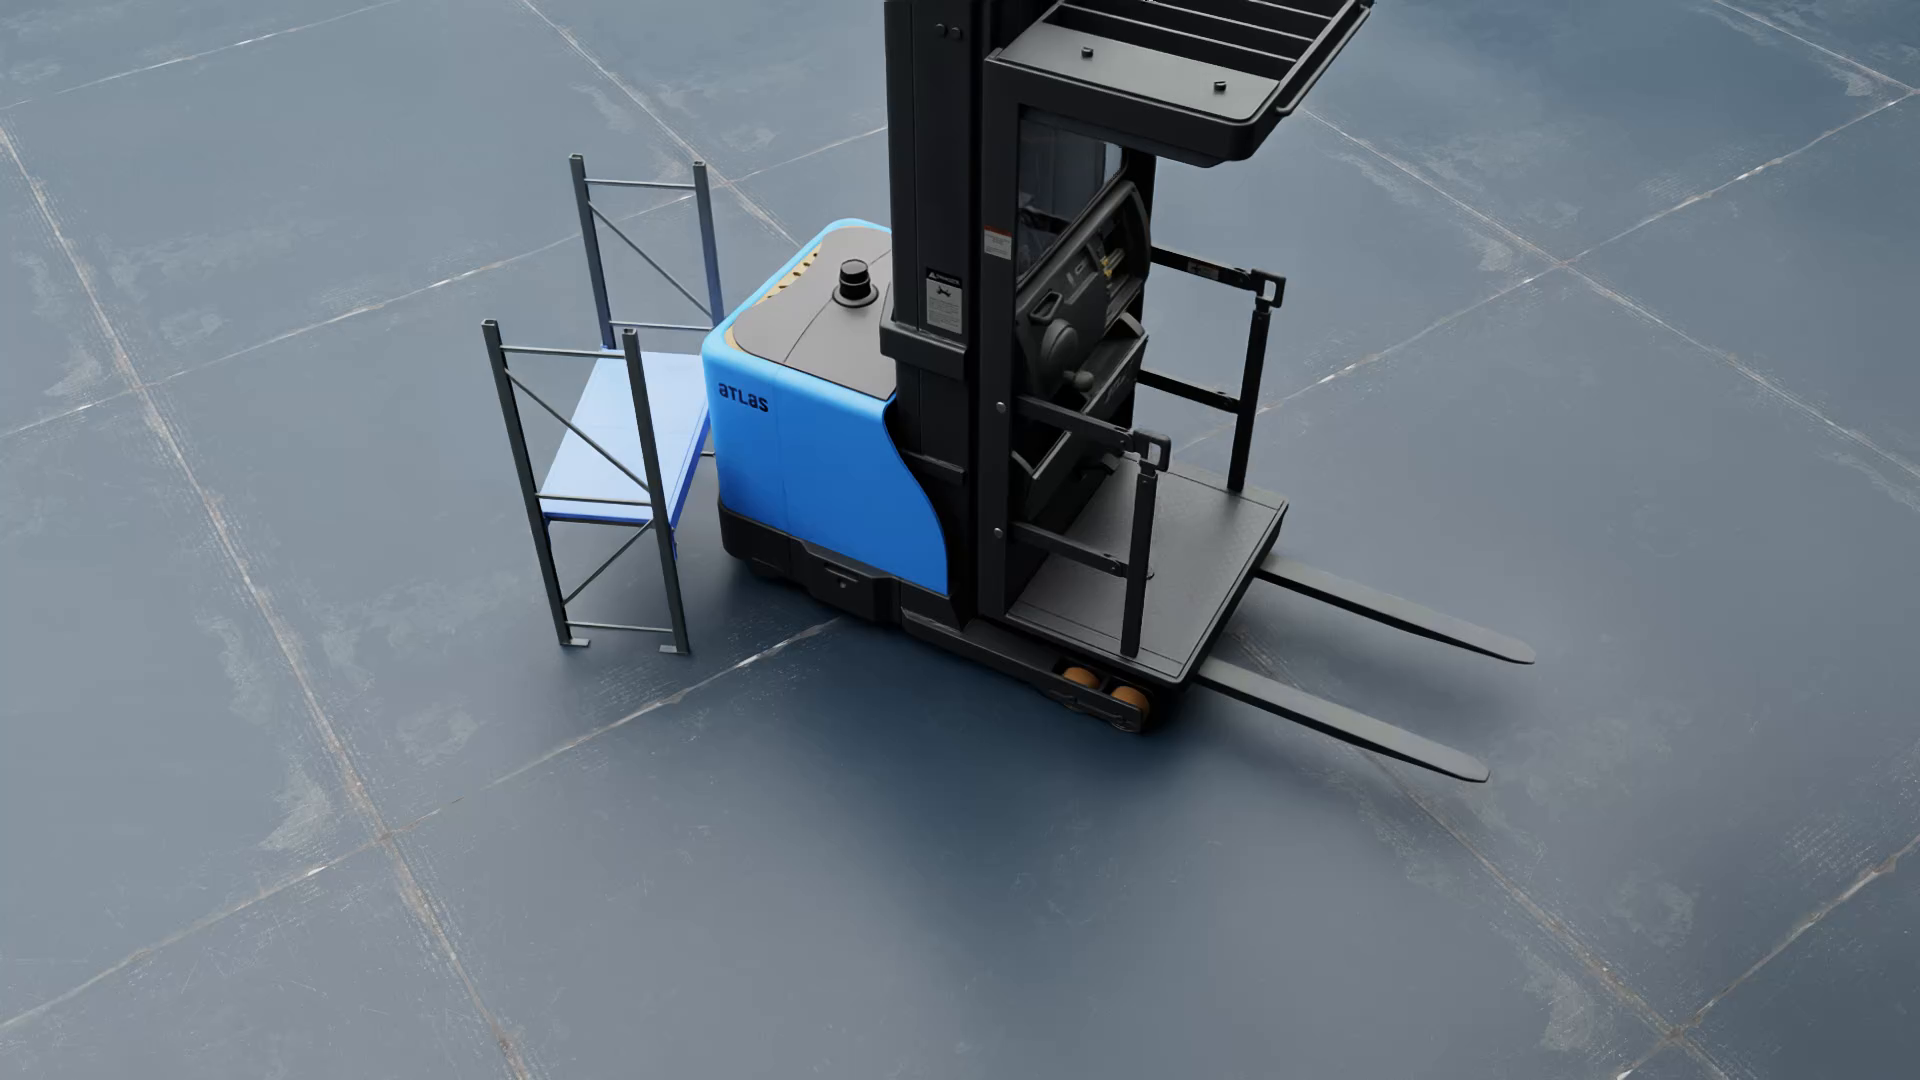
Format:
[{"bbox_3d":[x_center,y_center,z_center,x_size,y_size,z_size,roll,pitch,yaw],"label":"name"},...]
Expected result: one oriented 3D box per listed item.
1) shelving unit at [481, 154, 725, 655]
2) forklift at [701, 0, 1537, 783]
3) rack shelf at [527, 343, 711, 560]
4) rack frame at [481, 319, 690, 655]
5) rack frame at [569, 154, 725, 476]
[{"bbox_3d":[-1.223,-0.486,6.173,0.538,1.500,1.048,4,44,4],"label":"shelving unit"},{"bbox_3d":[0.596,-0.790,5.455,3.031,2.935,1.130,21,47,20],"label":"forklift"},{"bbox_3d":[-1.223,-0.356,6.297,0.538,0.185,1.000,4,44,4],"label":"rack shelf"},{"bbox_3d":[-1.276,-0.137,5.808,0.500,1.500,0.032,4,44,4],"label":"rack frame"},{"bbox_3d":[-1.170,-0.835,6.539,0.500,1.500,0.032,4,44,4],"label":"rack frame"}]
